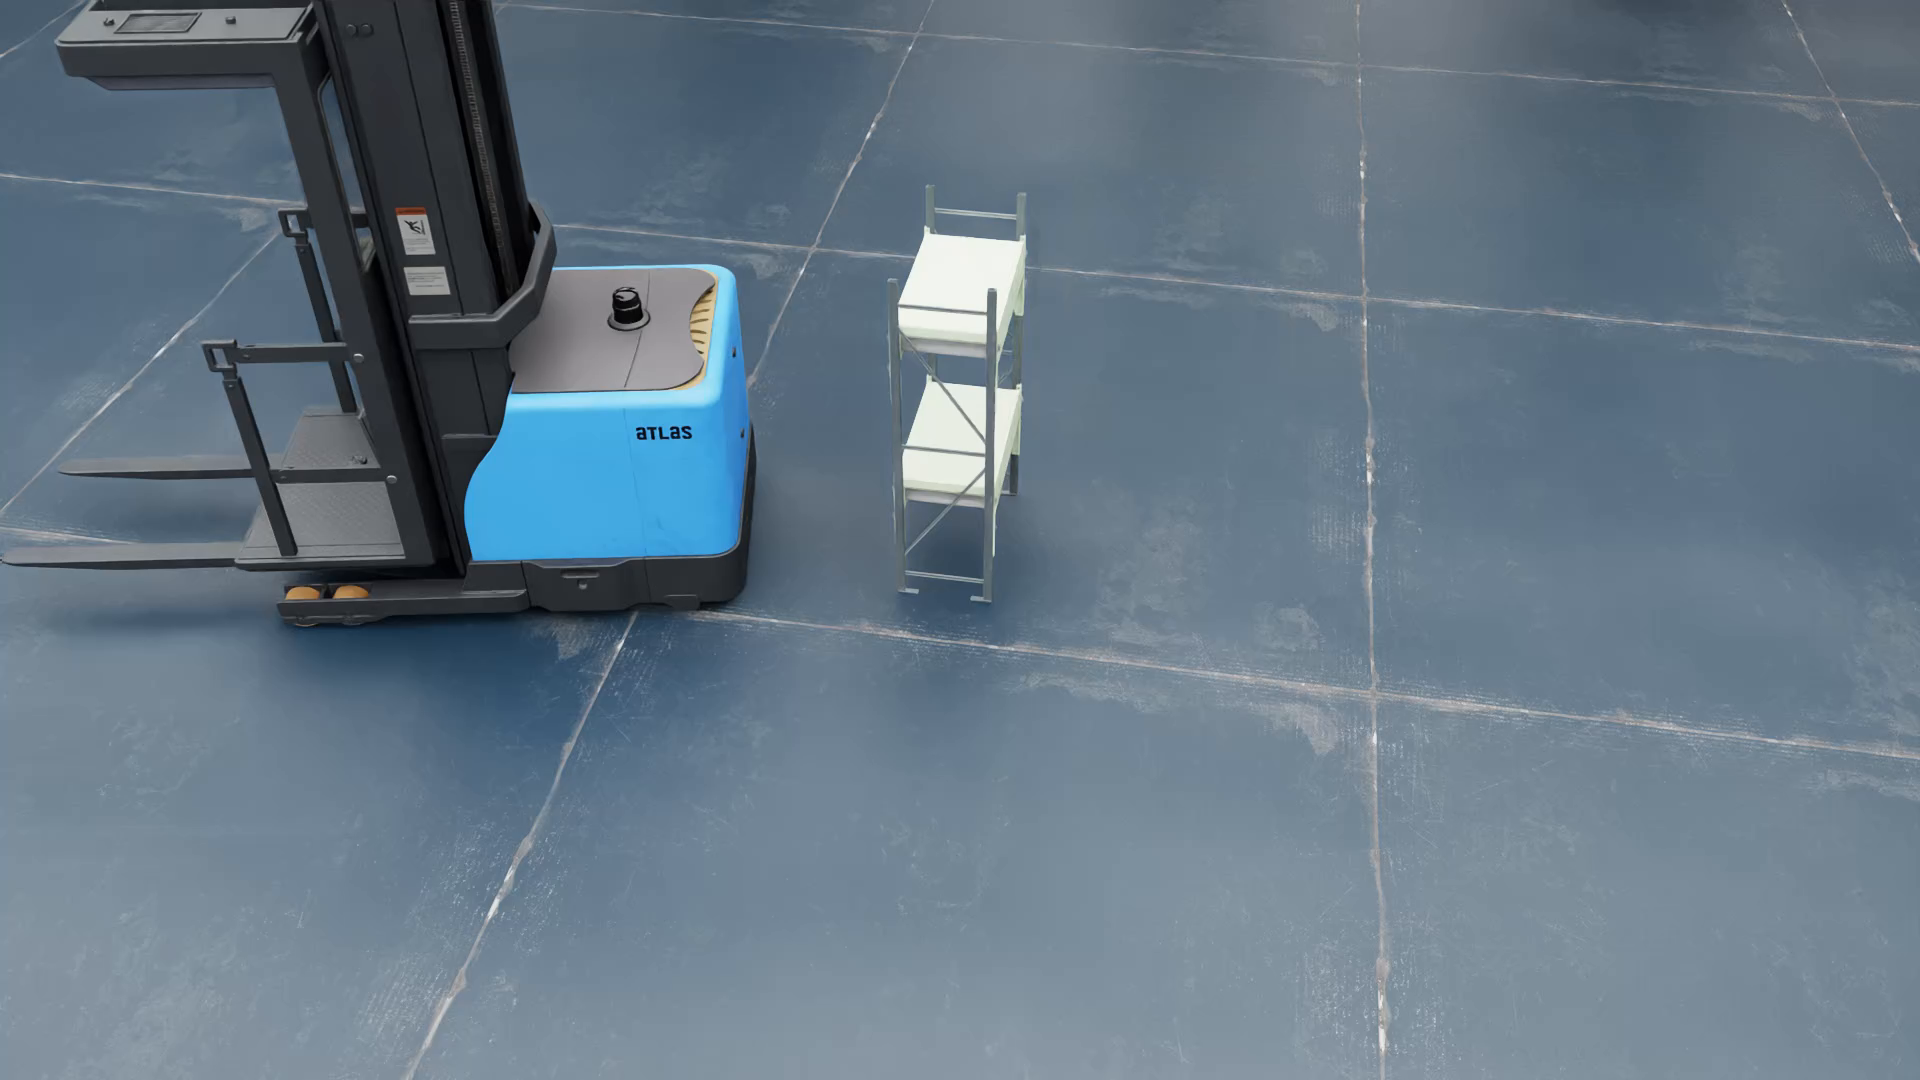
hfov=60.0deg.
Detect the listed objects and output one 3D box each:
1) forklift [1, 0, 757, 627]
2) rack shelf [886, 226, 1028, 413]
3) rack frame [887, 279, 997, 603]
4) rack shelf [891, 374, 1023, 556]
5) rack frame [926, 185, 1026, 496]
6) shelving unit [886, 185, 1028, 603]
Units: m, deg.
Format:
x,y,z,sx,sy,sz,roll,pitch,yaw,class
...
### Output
x,y,z,sx,sy,sz,roll,pitch,yaw,class
-2.422,-1.120,6.305,3.031,2.935,1.130,-1,40,-2,forklift
-0.001,-0.875,6.518,0.431,0.370,0.720,6,40,8,rack shelf
-0.064,-0.344,6.489,0.400,1.500,0.023,6,40,8,rack frame
-0.001,-0.323,6.975,0.431,0.370,0.720,6,40,8,rack shelf
0.062,-0.804,7.045,0.400,1.500,0.023,6,40,8,rack frame
-0.001,-0.574,6.767,0.431,1.500,0.755,6,40,8,shelving unit
